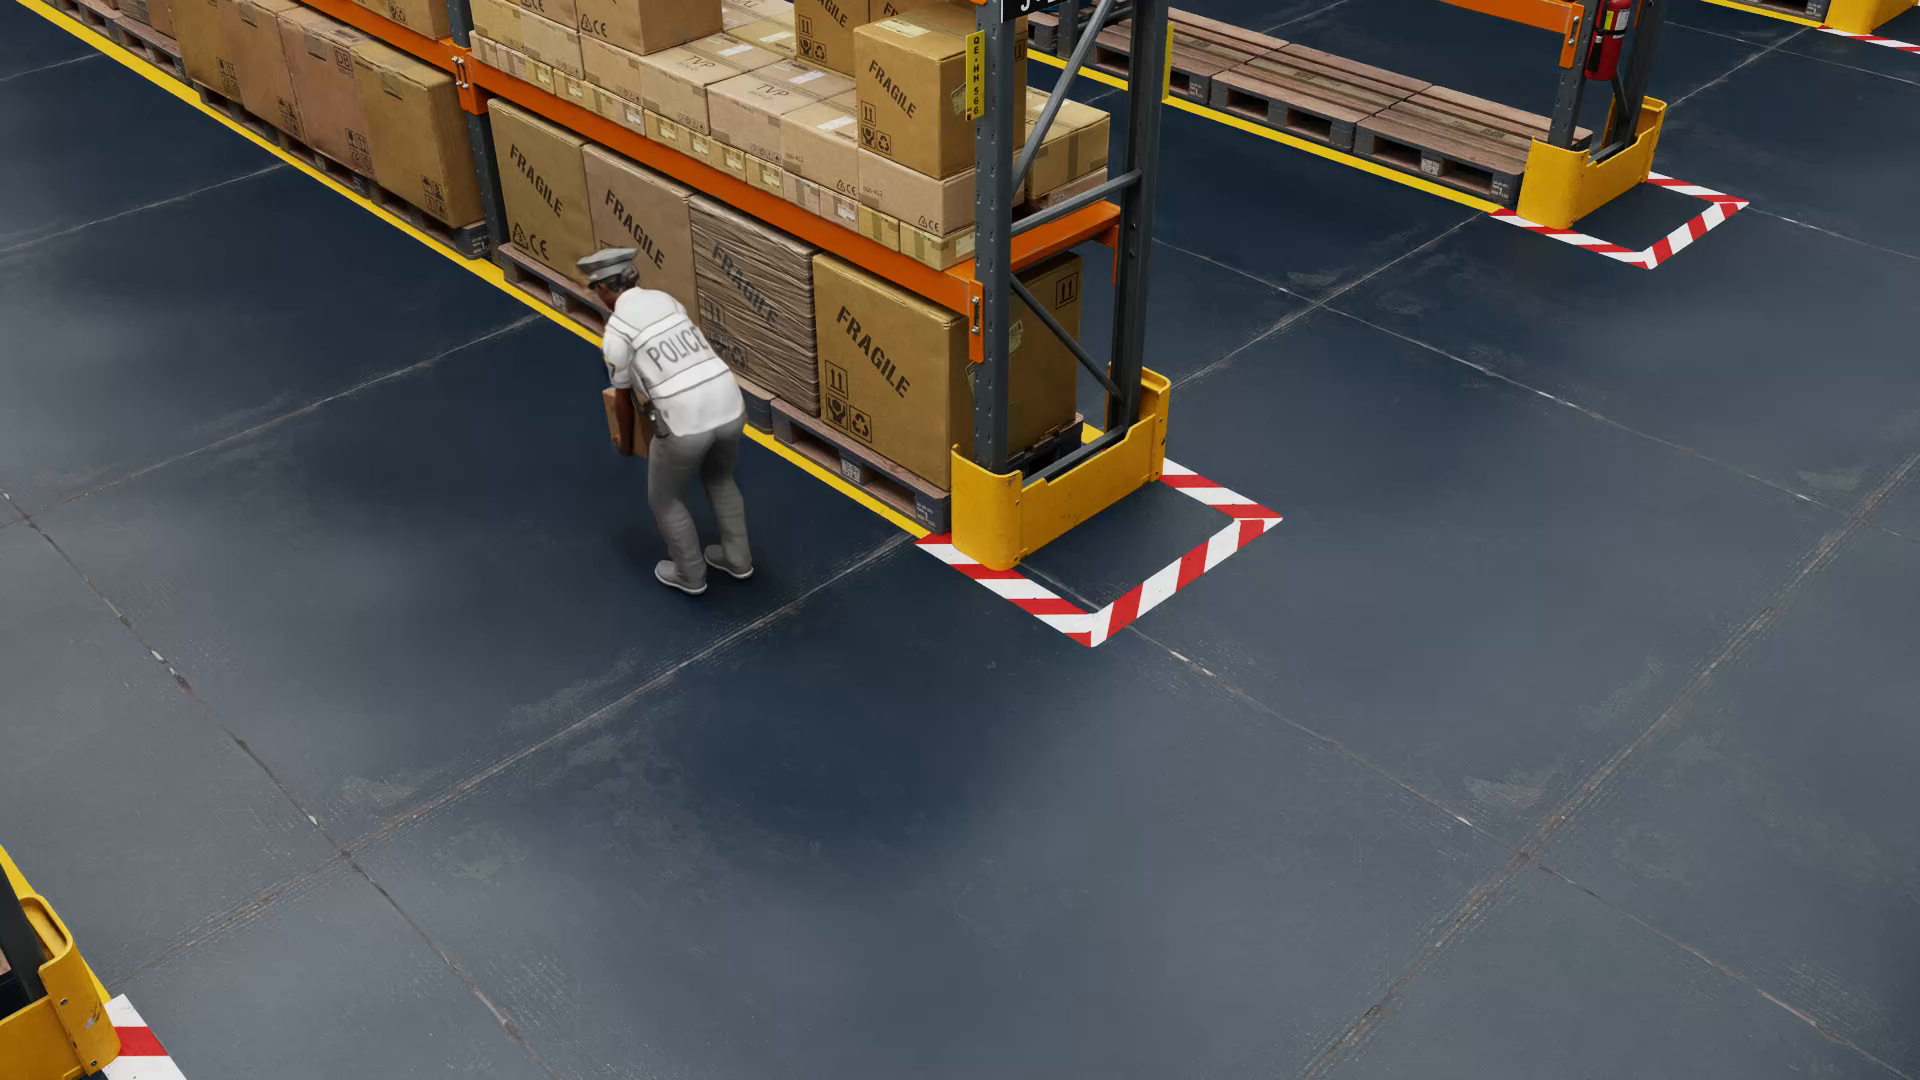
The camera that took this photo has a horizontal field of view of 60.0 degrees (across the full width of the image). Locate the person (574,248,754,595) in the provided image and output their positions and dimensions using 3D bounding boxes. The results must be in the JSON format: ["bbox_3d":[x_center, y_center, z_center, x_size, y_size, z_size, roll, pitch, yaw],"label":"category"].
[{"bbox_3d":[-1.237,-0.483,7.009,0.779,1.451,0.411,29,45,34],"label":"person"}]
